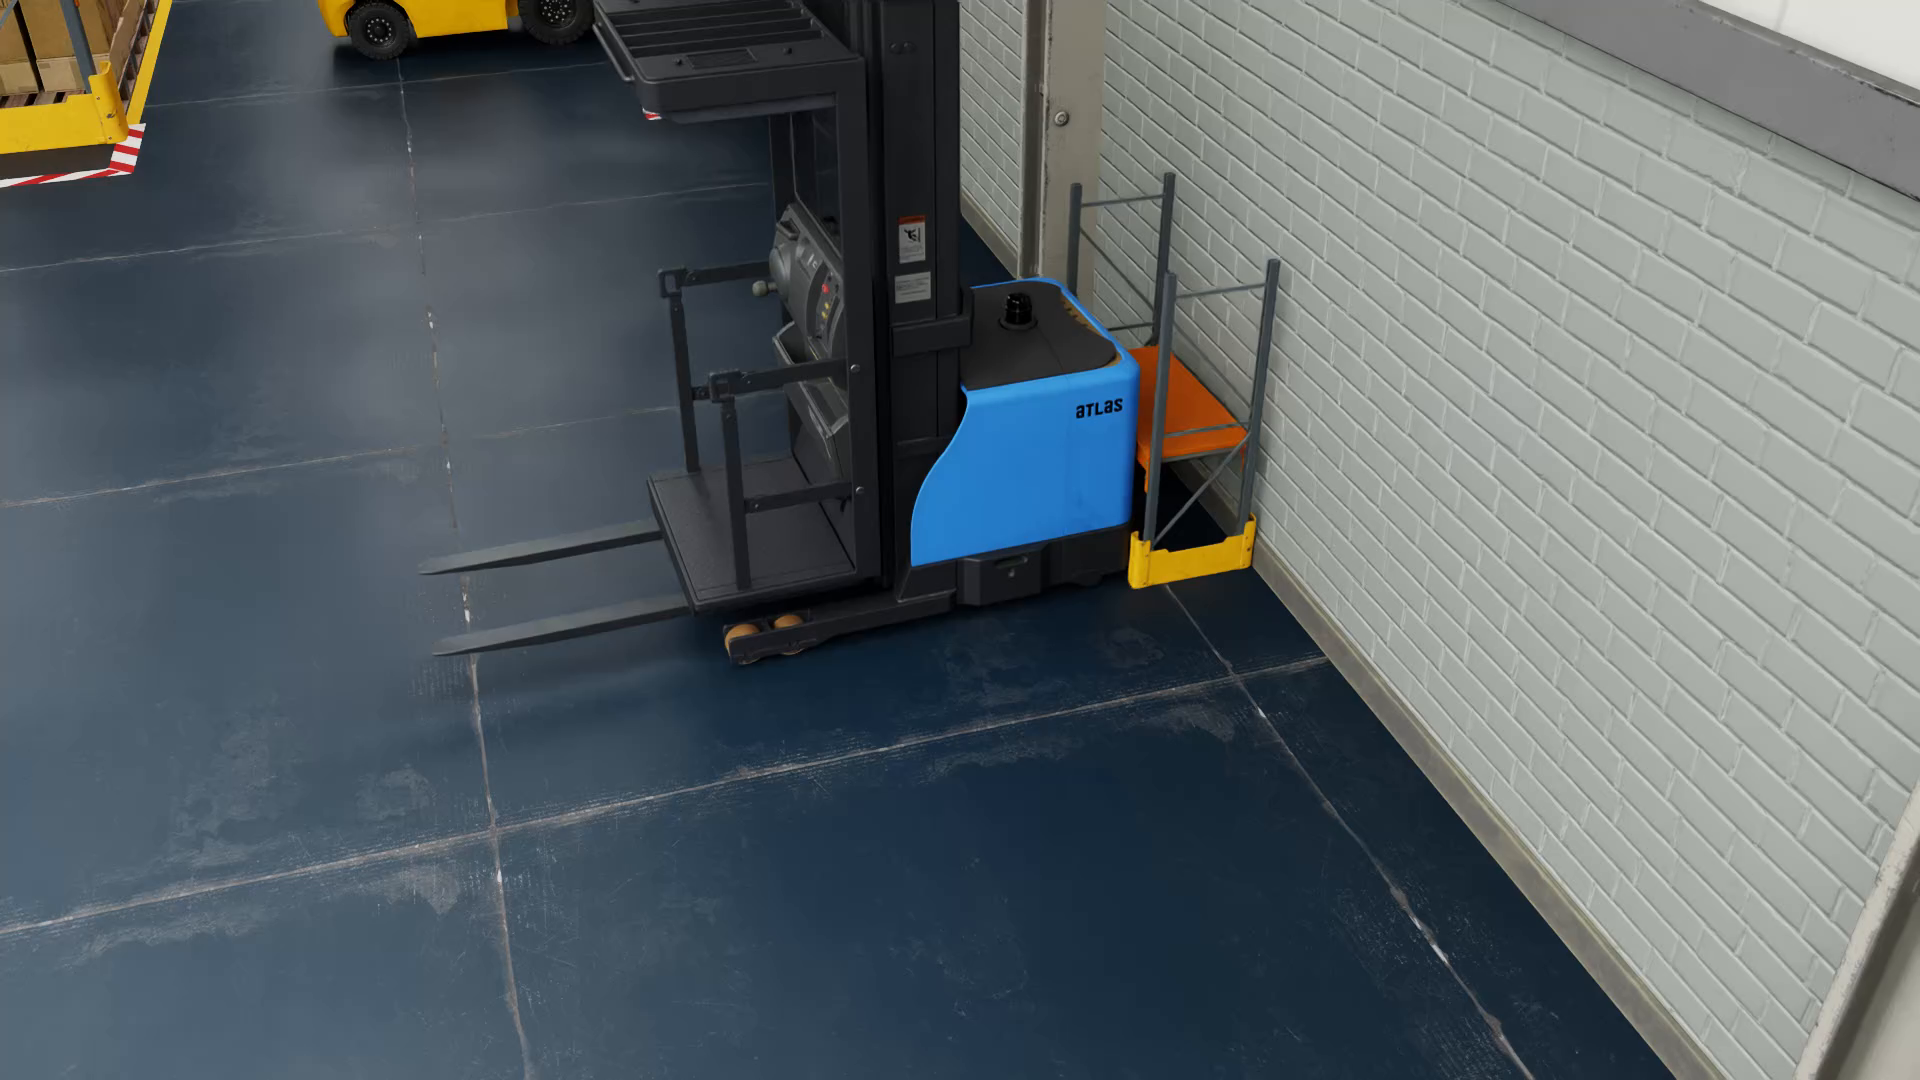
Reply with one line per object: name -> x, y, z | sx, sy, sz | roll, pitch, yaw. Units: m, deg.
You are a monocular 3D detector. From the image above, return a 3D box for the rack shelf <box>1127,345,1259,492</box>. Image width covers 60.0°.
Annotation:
rack shelf -> 0.889, -0.584, 7.594 | 0.538, 0.185, 1.000 | -10, 35, -16

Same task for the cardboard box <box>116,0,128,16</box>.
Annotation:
cardboard box -> -6.980, -4.472, 13.230 | 0.500, 0.500, 0.500 | -9, 35, -14

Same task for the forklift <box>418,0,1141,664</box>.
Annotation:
forklift -> -0.801, -1.032, 6.653 | 3.031, 2.935, 1.130 | -11, 35, -16

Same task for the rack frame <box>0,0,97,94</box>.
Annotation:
rack frame -> -6.680, -4.110, 11.249 | 1.000, 3.000, 0.127 | -10, 35, -15

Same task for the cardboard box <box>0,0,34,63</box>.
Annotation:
cardboard box -> -7.173, -3.828, 12.255 | 0.500, 0.500, 0.500 | -10, 35, -14

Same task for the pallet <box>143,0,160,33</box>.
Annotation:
pallet -> -7.662, -4.700, 14.672 | 1.003, 0.211, 1.213 | -10, 35, -15

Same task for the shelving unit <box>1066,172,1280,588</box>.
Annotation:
shelving unit -> 0.888, -0.739, 7.503 | 0.587, 1.500, 1.083 | -10, 35, -16

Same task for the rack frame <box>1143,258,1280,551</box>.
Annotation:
rack frame -> 1.051, -0.469, 7.093 | 0.500, 1.500, 0.032 | -10, 35, -16

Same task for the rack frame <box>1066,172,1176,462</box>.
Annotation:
rack frame -> 0.730, -0.999, 7.899 | 0.500, 1.500, 0.032 | -10, 35, -16

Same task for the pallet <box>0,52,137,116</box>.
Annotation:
pallet -> -6.918, -3.419, 12.733 | 1.003, 0.211, 1.213 | -10, 35, -15

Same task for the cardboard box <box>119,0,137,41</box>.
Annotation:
cardboard box -> -6.990, -4.162, 13.441 | 0.500, 0.250, 0.500 | -8, 34, -12

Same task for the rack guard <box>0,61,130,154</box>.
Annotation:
rack guard -> -6.704, -3.107, 11.999 | 1.175, 0.500, 0.348 | -10, 35, -15

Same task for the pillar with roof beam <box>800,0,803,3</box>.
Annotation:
pillar with roof beam -> -5.408, -7.243, 10.548 | 9.100, 9.000, 0.400 | -10, 35, -15

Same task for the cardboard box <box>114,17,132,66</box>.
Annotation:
cardboard box -> -6.812, -3.877, 13.010 | 0.500, 0.250, 0.500 | -9, 34, -13

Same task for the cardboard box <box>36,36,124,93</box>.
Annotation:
cardboard box -> -6.663, -3.608, 12.603 | 0.500, 0.250, 0.500 | -10, 35, -15

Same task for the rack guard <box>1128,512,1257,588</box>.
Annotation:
rack guard -> 1.040, 0.044, 7.450 | 0.587, 0.250, 0.087 | -10, 35, -16

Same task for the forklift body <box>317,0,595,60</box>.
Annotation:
forklift body -> -4.270, -5.281, 13.792 | 2.313, 2.155, 1.214 | -10, 35, -15

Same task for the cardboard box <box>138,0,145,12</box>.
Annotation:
cardboard box -> -7.292, -4.695, 14.248 | 0.500, 0.250, 0.500 | -11, 35, -16

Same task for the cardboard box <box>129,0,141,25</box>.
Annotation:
cardboard box -> -7.142, -4.427, 13.843 | 0.500, 0.250, 0.500 | -9, 35, -14

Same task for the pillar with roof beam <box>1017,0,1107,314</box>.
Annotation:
pillar with roof beam -> -3.578, -4.093, 5.781 | 9.100, 9.000, 0.400 | -10, 35, -15

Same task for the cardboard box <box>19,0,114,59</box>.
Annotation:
cardboard box -> -6.671, -3.933, 12.415 | 0.500, 0.500, 0.500 | -11, 35, -16

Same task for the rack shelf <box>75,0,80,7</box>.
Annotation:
rack shelf -> -7.290, -4.860, 13.037 | 1.077, 0.370, 4.000 | -10, 35, -15

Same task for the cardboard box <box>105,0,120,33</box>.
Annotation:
cardboard box -> -6.835, -4.207, 12.829 | 0.500, 0.500, 0.500 | -11, 35, -17

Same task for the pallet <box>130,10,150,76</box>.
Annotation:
pallet -> -7.286, -4.059, 13.700 | 1.003, 0.211, 1.213 | -10, 35, -15

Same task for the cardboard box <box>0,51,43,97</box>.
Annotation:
cardboard box -> -7.190, -3.530, 12.484 | 0.500, 0.250, 0.500 | -10, 35, -15
